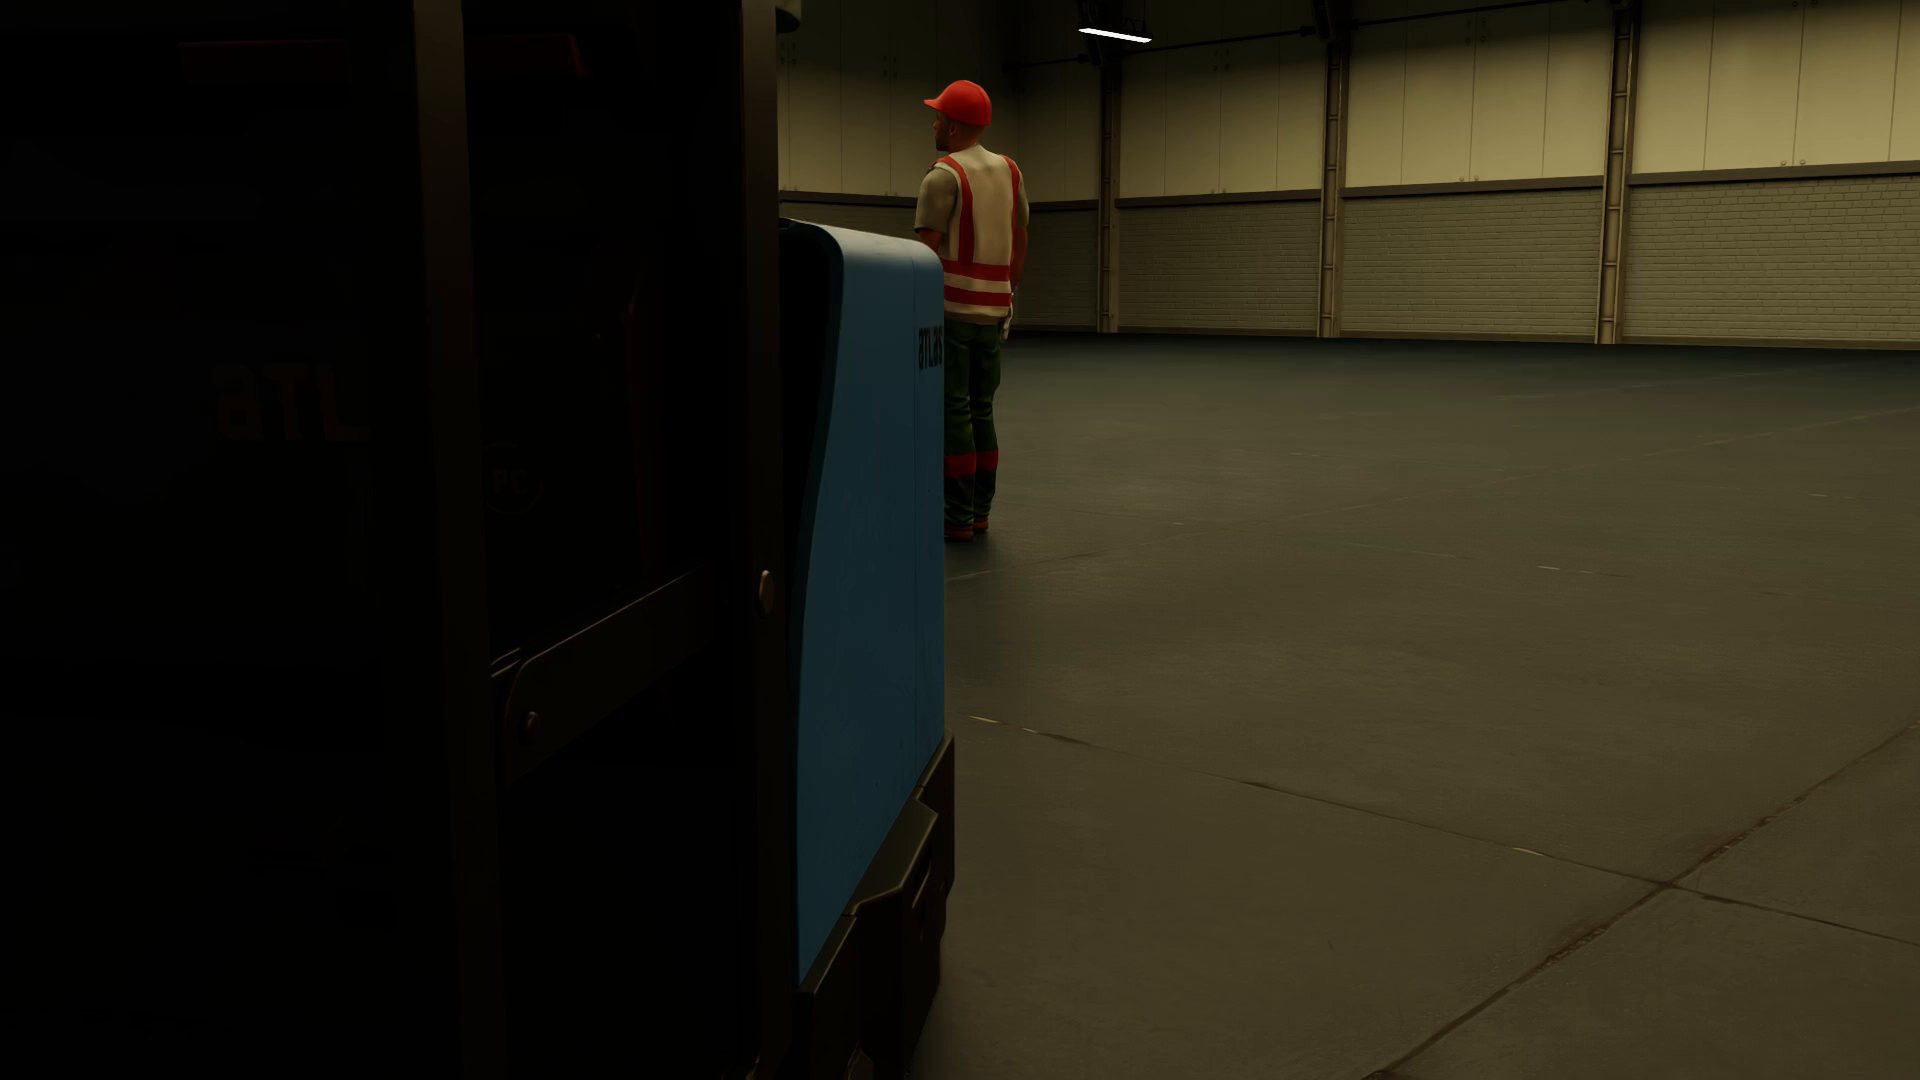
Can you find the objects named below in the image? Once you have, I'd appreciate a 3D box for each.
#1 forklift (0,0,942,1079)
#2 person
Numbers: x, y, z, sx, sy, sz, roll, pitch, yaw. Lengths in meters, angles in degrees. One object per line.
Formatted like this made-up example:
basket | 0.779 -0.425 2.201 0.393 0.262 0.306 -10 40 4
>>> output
forklift | -0.735 -0.639 1.117 1.121 2.935 3.031 1 9 8
person | 0.001 -0.896 6.599 0.421 1.690 0.637 8 12 43
